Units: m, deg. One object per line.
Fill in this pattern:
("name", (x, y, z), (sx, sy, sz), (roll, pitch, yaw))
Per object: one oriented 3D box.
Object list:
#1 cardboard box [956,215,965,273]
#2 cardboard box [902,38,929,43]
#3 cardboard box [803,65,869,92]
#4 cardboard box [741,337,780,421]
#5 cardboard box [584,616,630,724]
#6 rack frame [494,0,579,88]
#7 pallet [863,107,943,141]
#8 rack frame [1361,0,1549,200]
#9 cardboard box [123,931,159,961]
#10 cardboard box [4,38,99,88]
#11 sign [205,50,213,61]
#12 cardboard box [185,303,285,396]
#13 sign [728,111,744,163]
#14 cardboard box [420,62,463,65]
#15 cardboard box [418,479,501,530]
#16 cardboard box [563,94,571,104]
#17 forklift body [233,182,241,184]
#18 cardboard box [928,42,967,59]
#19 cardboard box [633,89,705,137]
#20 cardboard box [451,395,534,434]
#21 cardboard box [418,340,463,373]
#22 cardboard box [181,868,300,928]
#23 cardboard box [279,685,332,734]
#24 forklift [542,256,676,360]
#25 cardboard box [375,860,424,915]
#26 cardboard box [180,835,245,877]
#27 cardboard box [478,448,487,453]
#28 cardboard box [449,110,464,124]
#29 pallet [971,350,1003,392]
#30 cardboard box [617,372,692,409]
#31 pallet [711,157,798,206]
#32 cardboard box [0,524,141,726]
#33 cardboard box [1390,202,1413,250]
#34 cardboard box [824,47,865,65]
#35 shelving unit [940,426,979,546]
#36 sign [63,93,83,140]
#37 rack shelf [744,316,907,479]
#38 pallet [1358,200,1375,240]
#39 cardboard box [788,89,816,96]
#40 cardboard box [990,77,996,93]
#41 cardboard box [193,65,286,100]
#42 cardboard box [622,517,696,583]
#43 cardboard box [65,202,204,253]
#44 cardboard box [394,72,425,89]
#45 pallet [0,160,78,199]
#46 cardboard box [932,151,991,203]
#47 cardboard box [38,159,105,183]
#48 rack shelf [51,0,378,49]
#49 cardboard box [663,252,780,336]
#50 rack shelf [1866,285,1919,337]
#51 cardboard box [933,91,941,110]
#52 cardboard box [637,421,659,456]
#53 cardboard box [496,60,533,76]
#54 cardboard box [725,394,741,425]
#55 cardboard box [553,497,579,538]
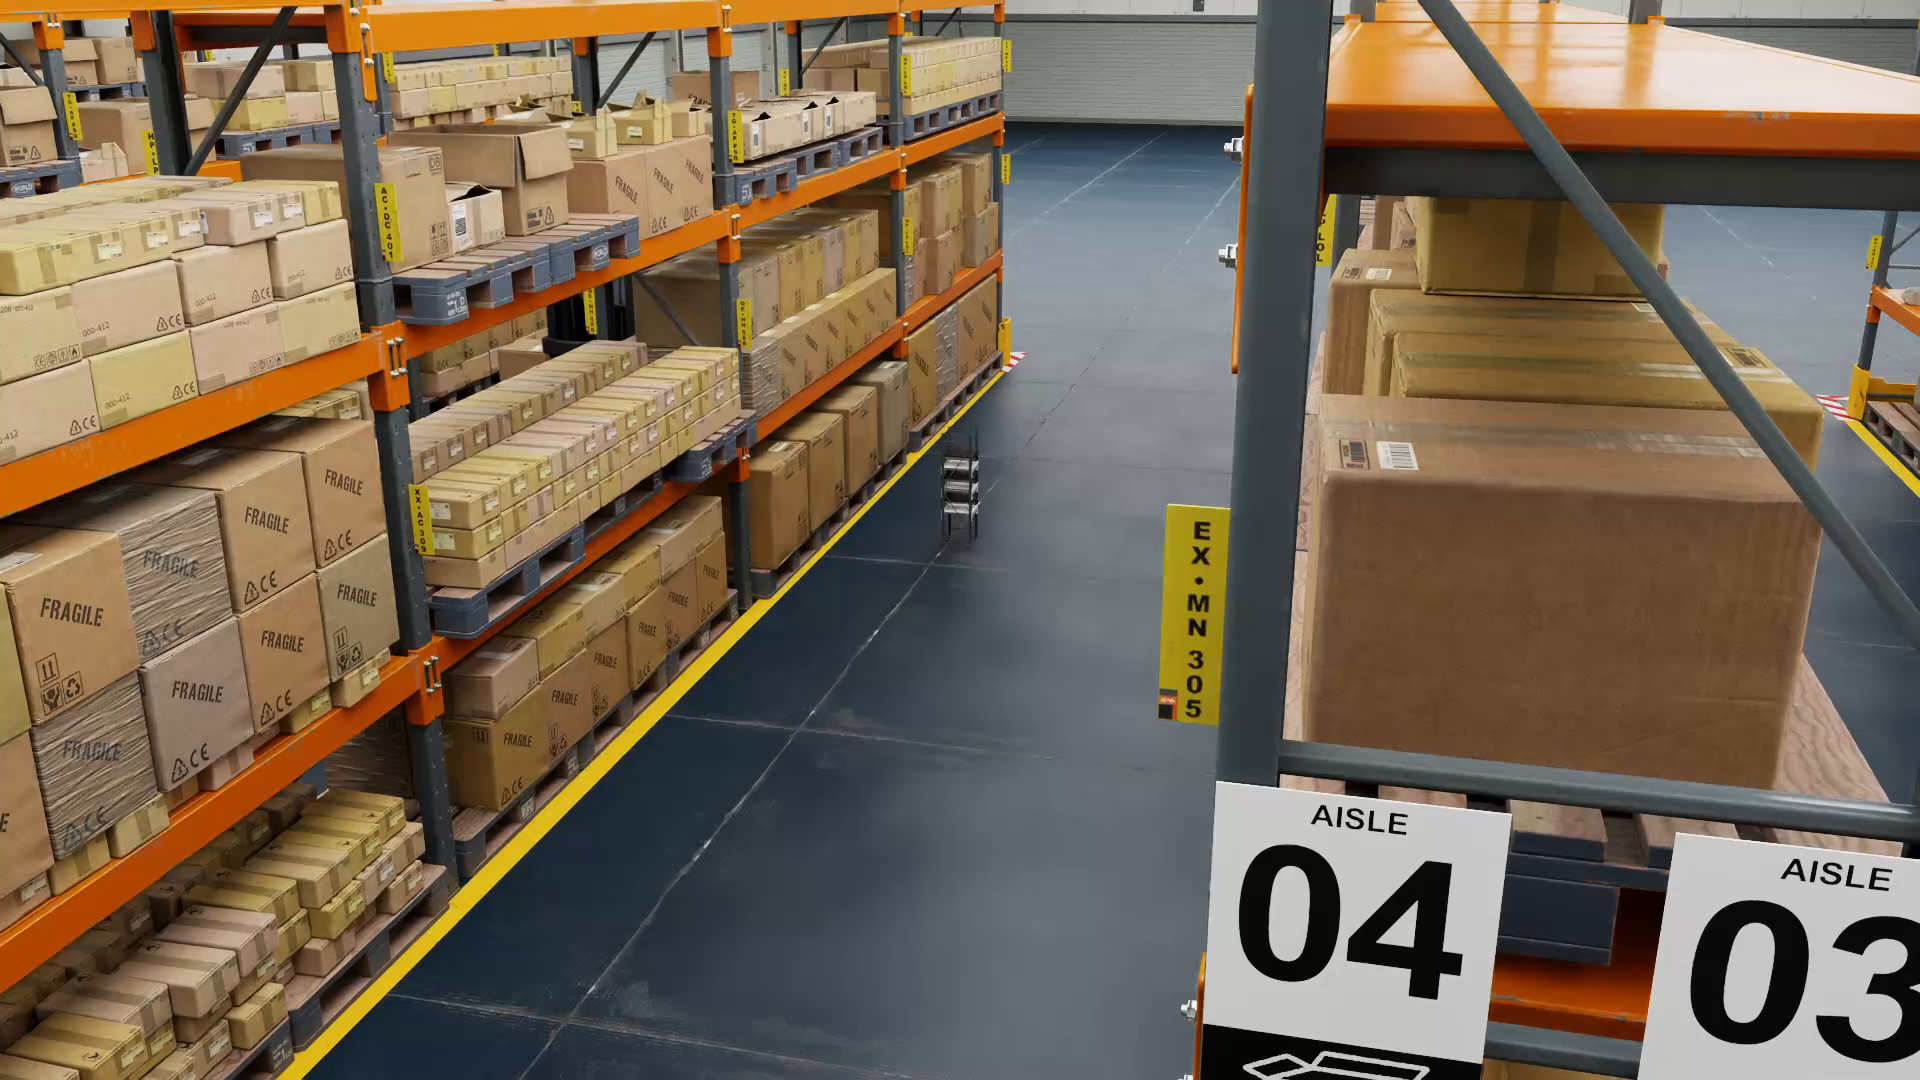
("cardboard box", (-0.437, -3.093, 17.370), (0.875, 0.550, 0.550), (5, 19, 13))
("cardboard box", (-0.533, -5.167, 17.386), (0.380, 0.149, 0.250), (4, 19, 13))
("cardboard box", (-1.125, -4.138, 14.988), (0.500, 0.250, 0.500), (4, 19, 13))
("cardboard box", (-1.602, -1.141, 11.732), (0.500, 0.500, 0.500), (5, 19, 14))
("cardboard box", (-2.270, 0.722, 9.651), (0.500, 0.500, 0.500), (5, 19, 14))
("rack frame", (-4.843, -6.680, 18.822), (1.000, 3.000, 0.127), (5, 19, 13))
("pallet", (-0.786, -3.861, 15.347), (1.003, 0.211, 1.213), (5, 19, 13))
("rack frame", (2.812, -3.390, 9.190), (1.000, 3.000, 0.127), (5, 19, 13))
("cardboard box", (-3.508, 1.712, 6.836), (0.380, 0.149, 0.250), (6, 20, 16))
("cardboard box", (-10.057, -5.295, 18.443), (0.797, 0.503, 0.637), (5, 20, 15))
("sign", (-9.135, -5.985, 20.183), (0.100, 0.325, 0.005), (5, 19, 13))
("cardboard box", (-2.942, -0.738, 6.299), (0.500, 0.250, 0.500), (5, 19, 13))
("sign", (-1.448, -2.595, 10.703), (0.100, 0.325, 0.005), (5, 19, 13))
("cardboard box", (-5.539, -5.036, 17.806), (0.380, 0.149, 0.250), (5, 20, 15))
("cardboard box", (-2.408, -0.169, 7.860), (0.380, 0.149, 0.250), (6, 20, 16))
("cardboard box", (-4.659, -5.008, 18.955), (0.380, 0.149, 0.250), (5, 19, 14))
("forklift body", (-8.352, -3.092, 18.911), (2.313, 2.155, 1.214), (5, 19, 13))
("cardboard box", (-0.144, -4.795, 16.296), (0.380, 0.149, 0.250), (5, 19, 14))
("cardboard box", (-1.820, -2.656, 10.343), (0.396, 0.266, 0.258), (5, 19, 13))
("cardboard box", (-2.658, -0.716, 9.462), (0.380, 0.149, 0.250), (4, 19, 13))
("cardboard box", (-5.415, -2.003, 16.856), (0.500, 0.500, 0.500), (6, 20, 16))
("cardboard box", (-3.002, 1.517, 6.945), (0.380, 0.149, 0.250), (5, 20, 15))
("cardboard box", (-2.874, 0.675, 6.960), (0.380, 0.149, 0.250), (5, 20, 16))
("forklift", (-2.829, -1.922, 14.279), (1.130, 2.935, 3.031), (5, 19, 14))
("cardboard box", (-2.716, 1.580, 7.683), (0.380, 0.149, 0.250), (5, 19, 14))
("cardboard box", (-3.374, 1.405, 7.274), (0.380, 0.149, 0.250), (4, 19, 13))
("cardboard box", (-2.791, -0.409, 9.023), (0.380, 0.149, 0.250), (4, 19, 11))
("cardboard box", (-5.259, -4.288, 16.850), (0.380, 0.149, 0.250), (4, 19, 12))
("pallet", (-0.138, -1.905, 18.439), (1.003, 0.211, 1.213), (5, 19, 13))
("cardboard box", (-1.838, -0.901, 10.004), (0.380, 0.149, 0.250), (5, 20, 15))
("pallet", (-1.867, -2.510, 11.548), (1.213, 0.211, 1.003), (6, 20, 16))
("cardboard box", (-3.174, 0.272, 5.588), (0.500, 0.500, 0.500), (4, 19, 12))
("cardboard box", (1.701, -0.760, 5.172), (0.700, 0.500, 0.500), (4, 19, 10))
("cardboard box", (-1.092, -4.450, 15.284), (0.380, 0.149, 0.250), (5, 19, 13))
("shelving unit", (-0.002, -0.423, 13.035), (0.258, 0.900, 0.210), (5, 19, 13))
("sign", (-6.262, -2.989, 11.734), (0.100, 0.325, 0.005), (5, 19, 13))
("rack shelf", (-1.485, -1.261, 13.350), (1.077, 0.370, 4.000), (5, 19, 13))
("pallet", (2.706, -1.675, 9.102), (1.213, 0.211, 1.003), (6, 20, 16))
("cardboard box", (-1.386, -3.660, 14.026), (0.258, 0.266, 0.396), (4, 19, 12))
("cardboard box", (0.166, -4.818, 17.597), (0.380, 0.149, 0.250), (5, 19, 14))
("cardboard box", (-6.067, -3.858, 14.009), (0.500, 0.250, 0.500), (5, 19, 14))
("cardboard box", (-1.999, 0.049, 10.460), (0.500, 0.250, 0.500), (5, 19, 14))
("cardboard box", (-3.014, -1.138, 6.080), (0.380, 0.149, 0.250), (5, 20, 15))
("cardboard box", (-5.392, -4.422, 16.007), (0.380, 0.149, 0.250), (5, 20, 15))
("pallet", (-6.904, -2.458, 11.393), (1.213, 0.211, 1.003), (6, 20, 16))
("cardboard box", (-0.147, -3.950, 18.210), (0.875, 0.550, 0.550), (5, 19, 13))
("cardboard box", (-6.556, -2.719, 12.256), (0.380, 0.149, 0.250), (5, 19, 13))
("rack shelf", (-6.309, -4.270, 13.497), (1.077, 0.370, 4.000), (5, 19, 13))
("cardboard box", (-1.732, -1.793, 12.095), (0.700, 0.500, 0.500), (4, 19, 13))
("rack shelf", (9.081, -1.700, 14.636), (1.077, 0.370, 4.000), (5, 19, 13))
("cardboard box", (-0.392, -4.100, 15.493), (0.380, 0.149, 0.250), (4, 19, 13))
("cardboard box", (-1.965, -0.599, 9.581), (0.380, 0.149, 0.250), (5, 20, 15))
("cardboard box", (-4.896, -5.155, 18.153), (0.380, 0.149, 0.250), (5, 19, 14))
("cardboard box", (-1.648, -0.863, 10.813), (0.380, 0.149, 0.250), (5, 19, 14))
("cardboard box", (-2.219, -0.131, 8.671), (0.380, 0.149, 0.250), (5, 19, 14))
